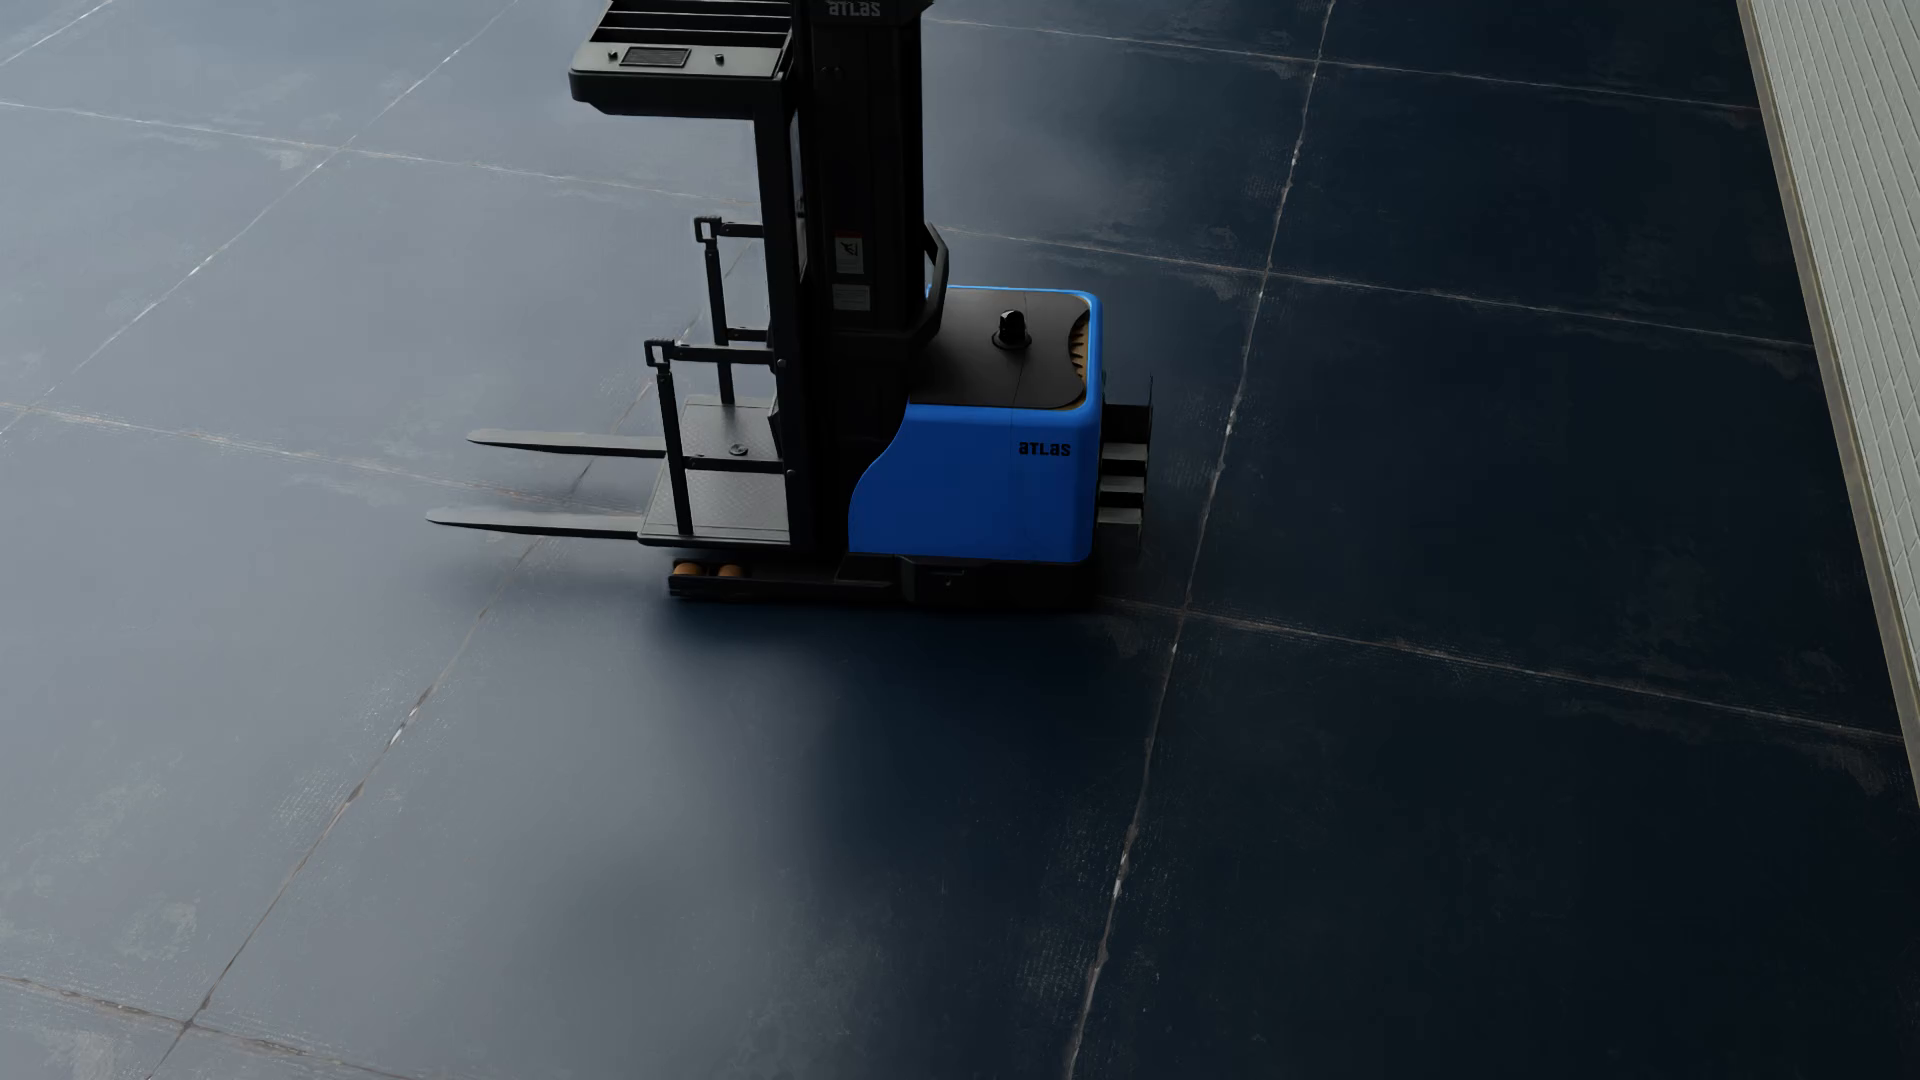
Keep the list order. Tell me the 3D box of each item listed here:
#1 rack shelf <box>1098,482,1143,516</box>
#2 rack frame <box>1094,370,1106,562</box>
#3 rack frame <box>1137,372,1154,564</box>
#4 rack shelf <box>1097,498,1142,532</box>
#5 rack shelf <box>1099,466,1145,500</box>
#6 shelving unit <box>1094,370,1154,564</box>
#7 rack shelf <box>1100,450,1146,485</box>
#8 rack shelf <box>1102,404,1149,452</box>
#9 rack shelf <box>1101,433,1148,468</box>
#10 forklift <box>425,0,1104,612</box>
[{"bbox_3d":[0.727,-0.220,7.529,0.200,0.077,0.258,3,40,3],"label":"rack shelf"},{"bbox_3d":[0.626,-0.320,7.456,0.006,0.900,0.240,3,40,3],"label":"rack frame"},{"bbox_3d":[0.829,-0.310,7.444,0.006,0.900,0.240,3,40,3],"label":"rack frame"},{"bbox_3d":[0.727,-0.152,7.587,0.200,0.077,0.258,3,40,3],"label":"rack shelf"},{"bbox_3d":[0.727,-0.289,7.471,0.200,0.077,0.258,3,40,3],"label":"rack shelf"},{"bbox_3d":[0.727,-0.315,7.450,0.210,0.900,0.258,3,40,3],"label":"shelving unit"},{"bbox_3d":[0.727,-0.358,7.413,0.200,0.077,0.258,3,40,3],"label":"rack shelf"},{"bbox_3d":[0.727,-0.496,7.298,0.200,0.077,0.258,3,40,3],"label":"rack shelf"},{"bbox_3d":[0.727,-0.427,7.355,0.200,0.077,0.258,3,40,3],"label":"rack shelf"},{"bbox_3d":[-0.892,-1.183,6.904,3.031,2.935,1.130,3,40,3],"label":"forklift"}]
